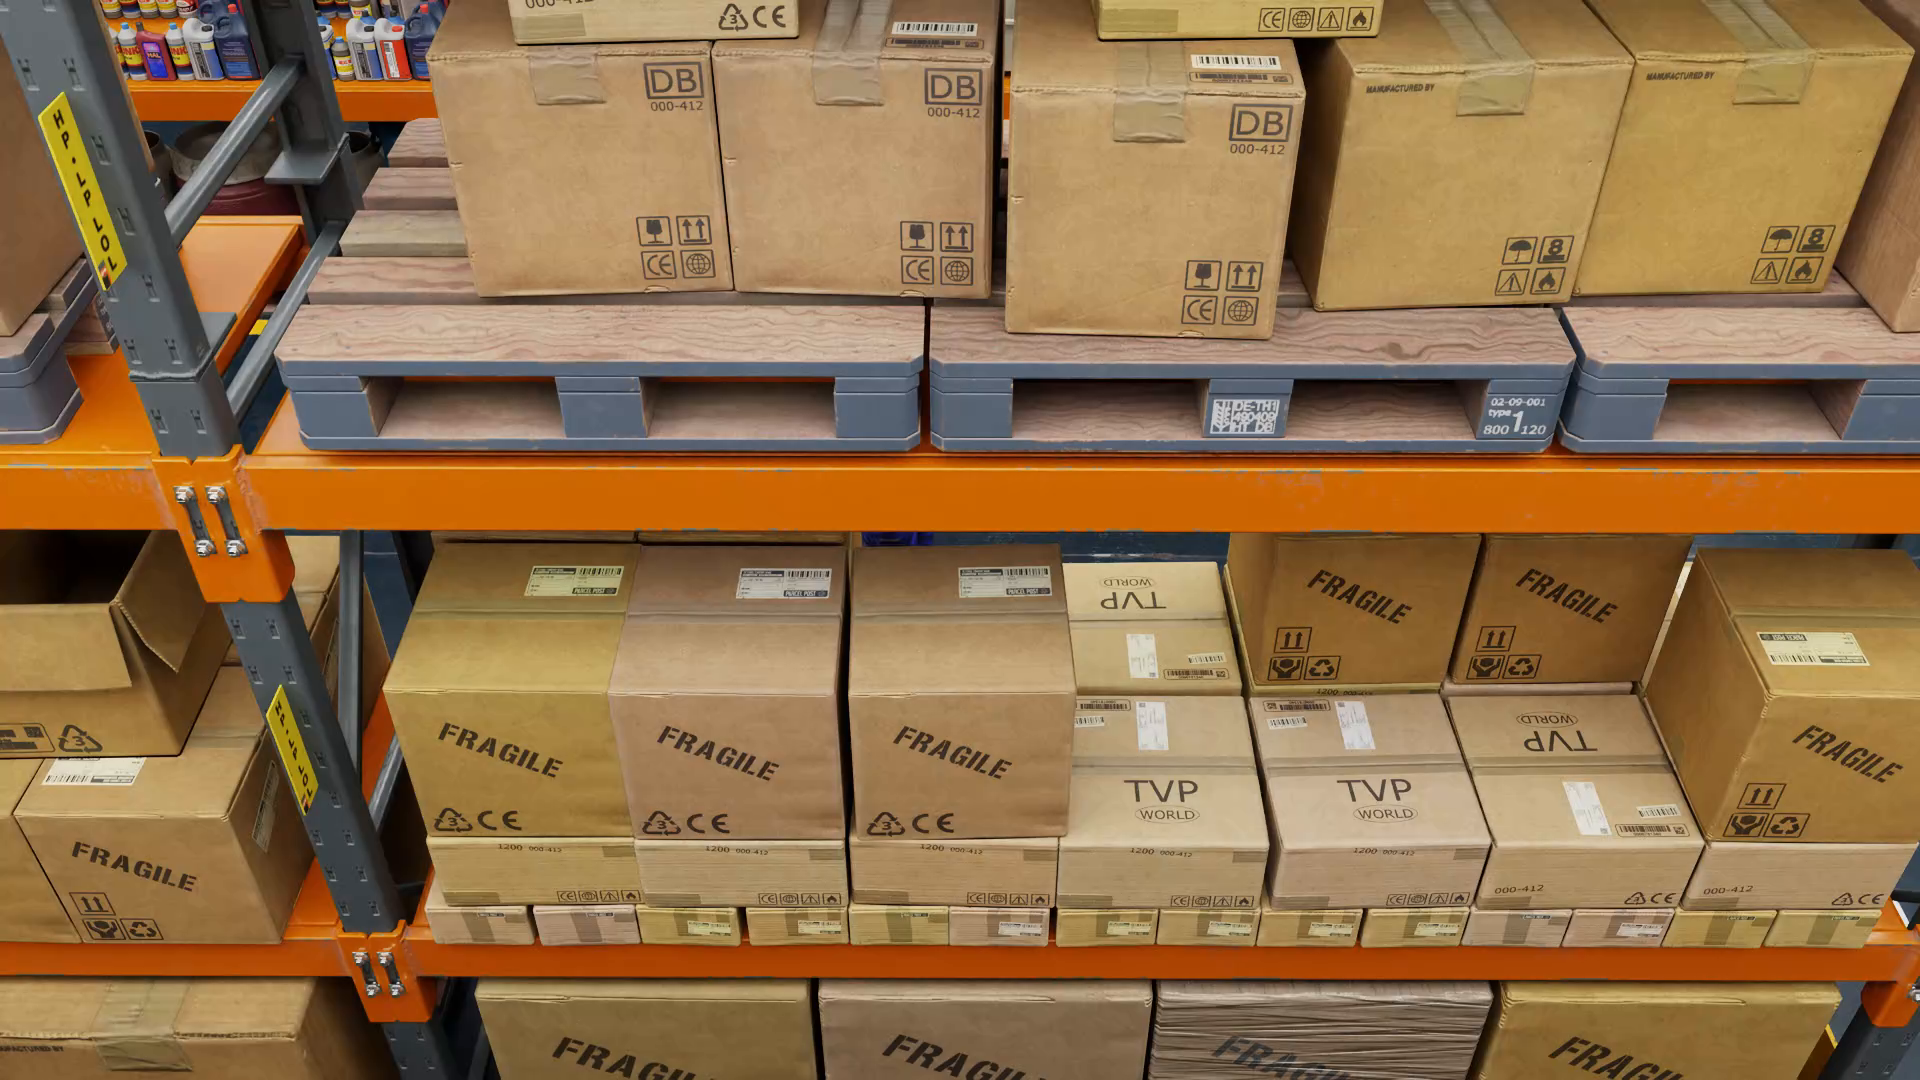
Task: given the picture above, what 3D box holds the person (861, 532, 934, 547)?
[{"bbox_3d":[-0.247,0.187,5.947,0.351,1.640,0.533,-2,40,-3],"label":"person"}]
